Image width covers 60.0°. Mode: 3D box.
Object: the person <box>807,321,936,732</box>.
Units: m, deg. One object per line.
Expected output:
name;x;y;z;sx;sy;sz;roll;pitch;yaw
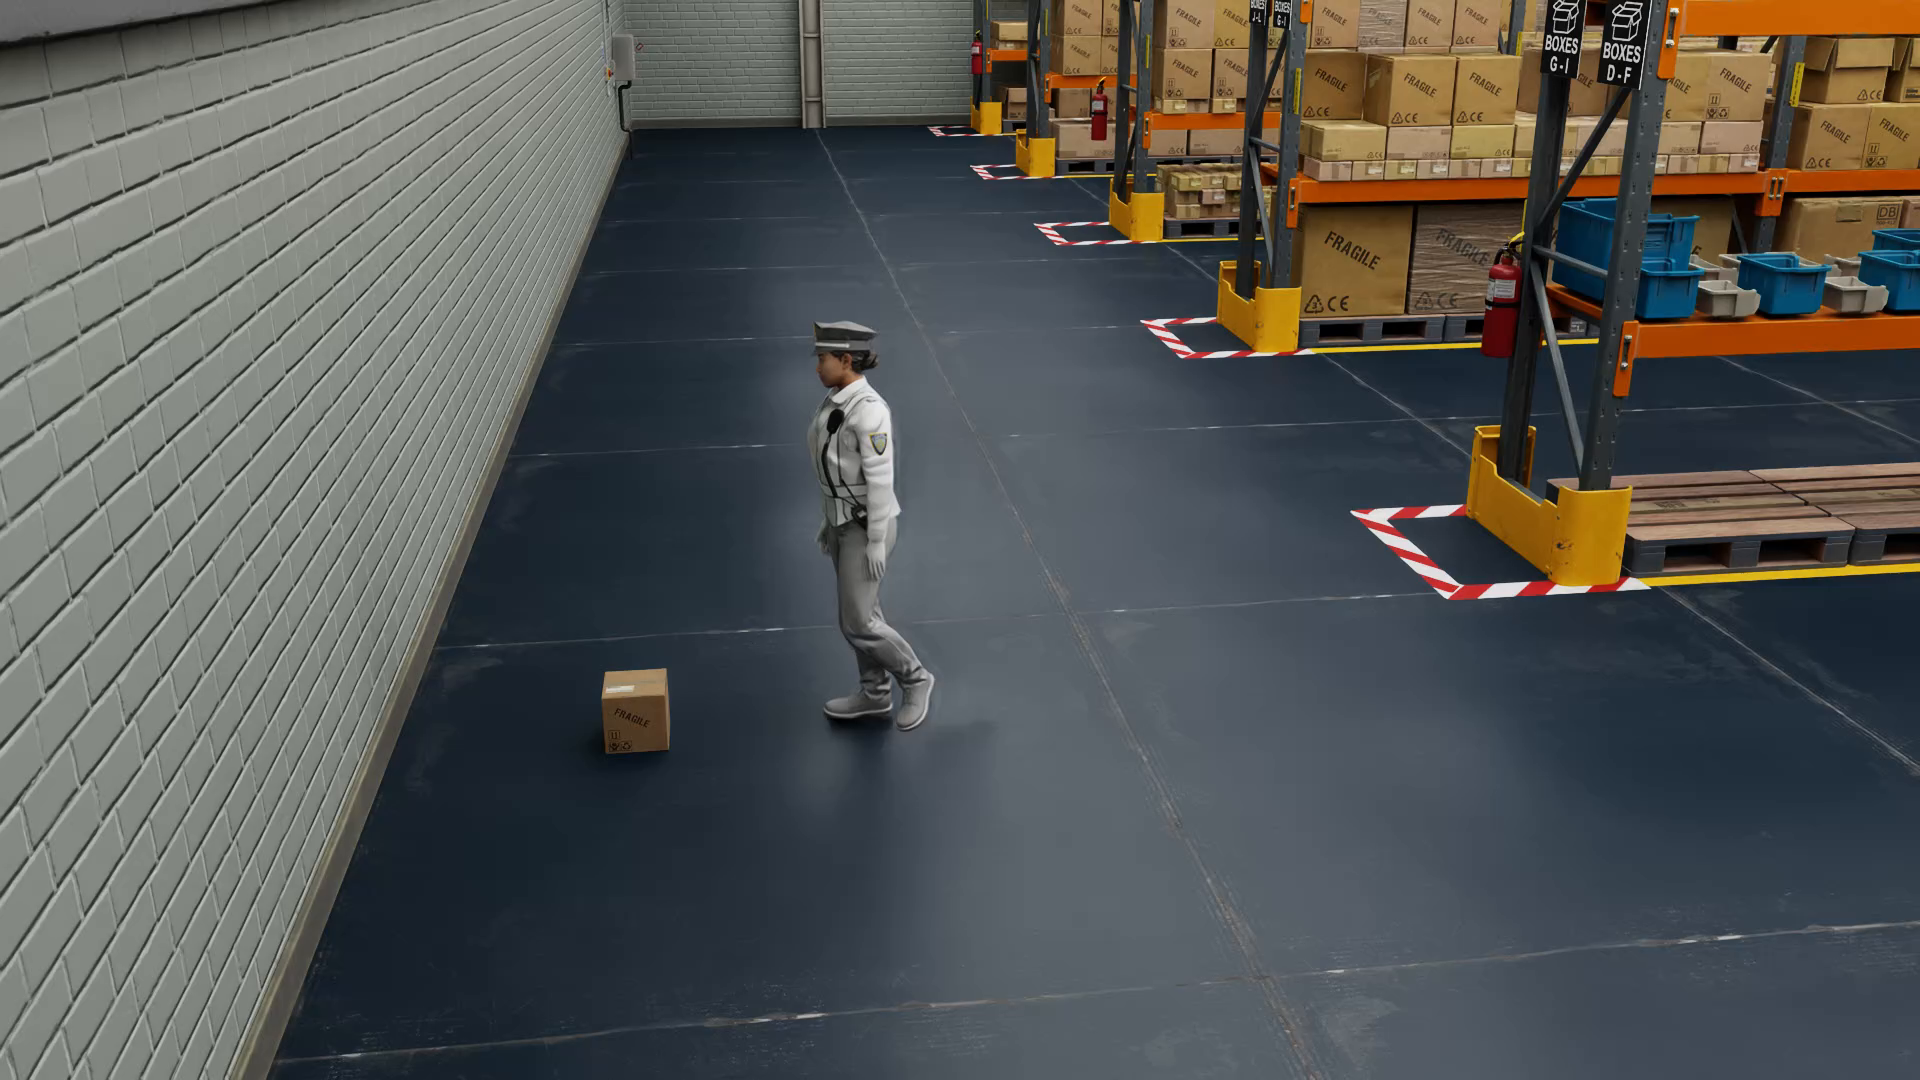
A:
person;-0.364;-0.053;6.644;0.434;1.659;0.512;-7;21;-18
